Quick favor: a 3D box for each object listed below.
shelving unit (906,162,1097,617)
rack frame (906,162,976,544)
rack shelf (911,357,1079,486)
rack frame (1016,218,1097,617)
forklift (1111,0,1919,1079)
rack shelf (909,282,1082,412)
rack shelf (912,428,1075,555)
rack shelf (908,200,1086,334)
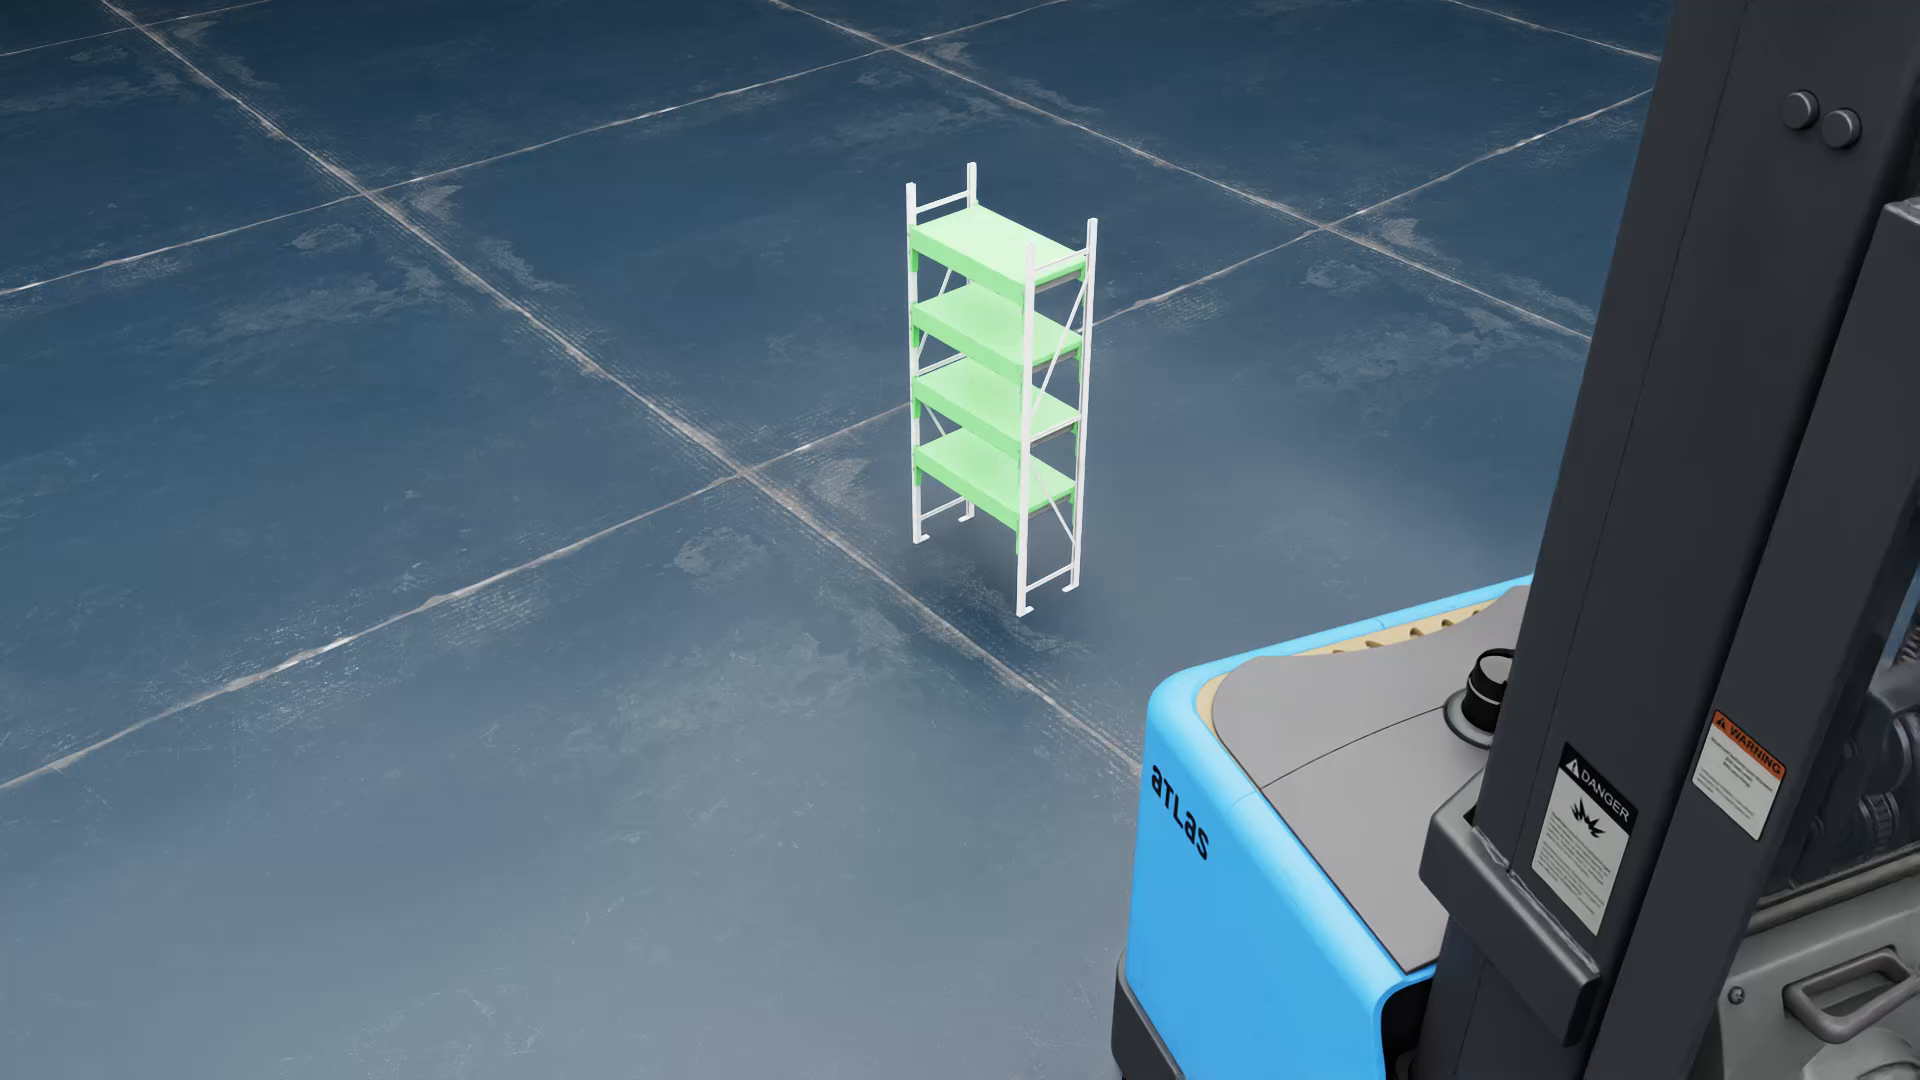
[{"bbox_3d":[0.107,-0.417,4.800,0.258,1.200,0.503,-26,43,-32],"label":"shelving unit"},{"bbox_3d":[-0.051,-0.524,4.952,0.240,1.200,0.015,-26,43,-32],"label":"rack frame"},{"bbox_3d":[0.107,-0.364,4.837,0.258,0.148,0.480,-26,43,-32],"label":"rack shelf"},{"bbox_3d":[0.264,-0.309,4.648,0.240,1.200,0.015,-26,43,-32],"label":"rack frame"},{"bbox_3d":[1.351,0.616,1.844,1.130,2.935,3.031,-13,37,-18],"label":"forklift"},{"bbox_3d":[0.107,-0.560,4.698,0.258,0.148,0.480,-26,43,-32],"label":"rack shelf"},{"bbox_3d":[0.107,-0.169,4.976,0.258,0.148,0.480,-26,43,-32],"label":"rack shelf"},{"bbox_3d":[0.107,-0.756,4.560,0.258,0.148,0.480,-26,43,-32],"label":"rack shelf"}]
